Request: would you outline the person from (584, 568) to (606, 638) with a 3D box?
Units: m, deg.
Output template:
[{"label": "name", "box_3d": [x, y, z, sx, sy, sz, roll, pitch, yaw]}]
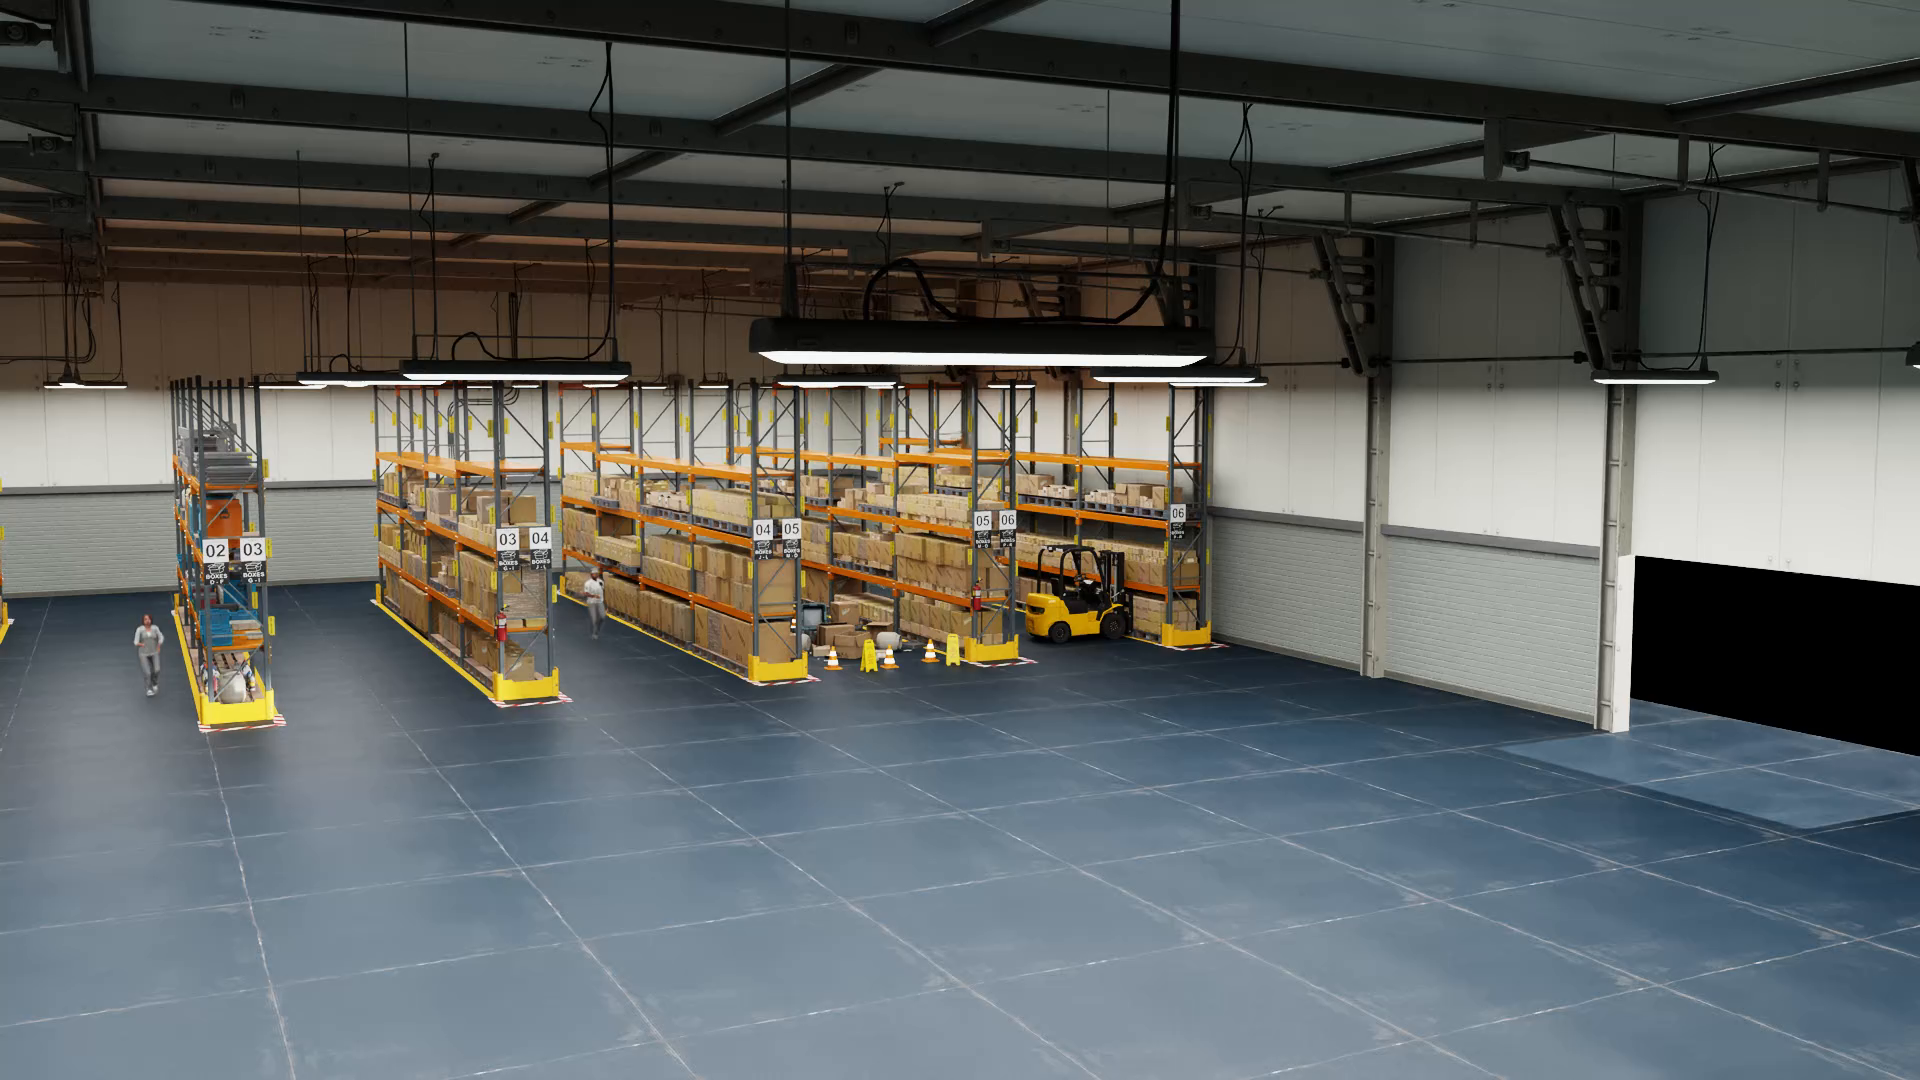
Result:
[{"label": "person", "box_3d": [-8.415, 1.464, 38.504, 0.546, 1.655, 0.608, -3, 6, -32]}]

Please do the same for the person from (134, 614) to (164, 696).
[{"label": "person", "box_3d": [-15.180, 2.171, 31.166, 0.521, 1.540, 0.570, -3, 6, -31]}]

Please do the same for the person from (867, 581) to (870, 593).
[{"label": "person", "box_3d": [-2.720, 0.666, 47.184, 0.707, 1.739, 0.566, -4, 6, -35]}]
